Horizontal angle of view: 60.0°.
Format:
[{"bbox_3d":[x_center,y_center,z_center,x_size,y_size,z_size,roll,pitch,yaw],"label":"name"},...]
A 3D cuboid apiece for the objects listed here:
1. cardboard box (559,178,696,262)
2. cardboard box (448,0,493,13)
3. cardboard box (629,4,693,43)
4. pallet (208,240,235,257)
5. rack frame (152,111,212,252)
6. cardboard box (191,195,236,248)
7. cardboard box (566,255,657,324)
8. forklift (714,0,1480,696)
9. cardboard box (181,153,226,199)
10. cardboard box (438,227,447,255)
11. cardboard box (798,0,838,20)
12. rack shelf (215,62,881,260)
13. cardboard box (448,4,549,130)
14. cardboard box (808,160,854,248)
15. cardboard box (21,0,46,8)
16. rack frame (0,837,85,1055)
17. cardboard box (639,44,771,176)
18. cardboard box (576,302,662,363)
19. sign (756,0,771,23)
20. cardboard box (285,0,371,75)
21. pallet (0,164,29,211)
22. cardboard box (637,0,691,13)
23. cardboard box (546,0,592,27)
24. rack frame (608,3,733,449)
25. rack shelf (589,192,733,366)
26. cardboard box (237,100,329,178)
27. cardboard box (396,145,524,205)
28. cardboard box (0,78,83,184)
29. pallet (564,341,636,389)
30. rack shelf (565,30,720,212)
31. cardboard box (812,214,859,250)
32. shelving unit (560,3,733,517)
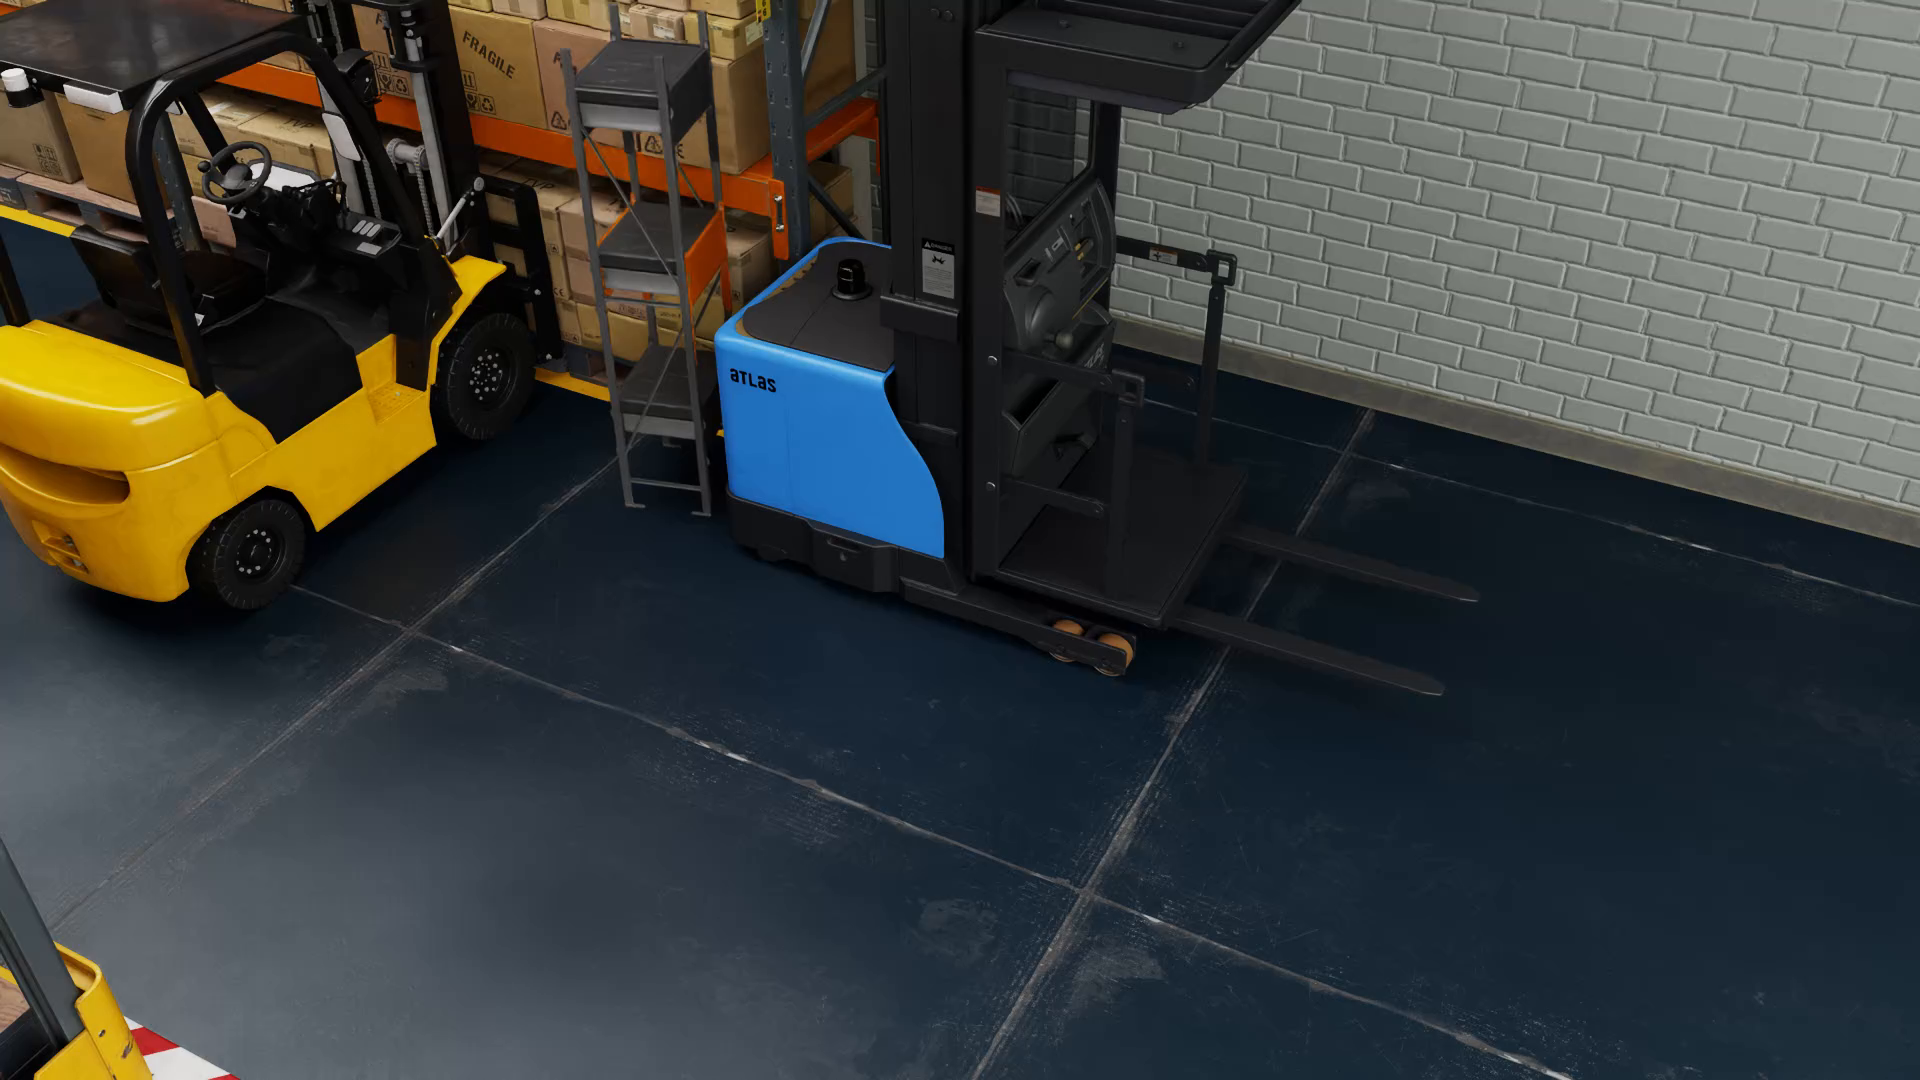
[{"bbox_3d":[-1.523,-1.499,7.844,0.500,0.250,0.500,18,41,22],"label":"cardboard box"},{"bbox_3d":[-2.101,-2.517,7.466,0.250,0.149,0.380,18,41,22],"label":"cardboard box"},{"bbox_3d":[-1.191,-2.229,7.086,0.250,0.149,0.380,18,41,22],"label":"cardboard box"},{"bbox_3d":[-3.379,-1.688,9.299,1.213,0.211,1.003,17,41,21],"label":"pallet"},{"bbox_3d":[-4.066,-3.042,8.776,0.127,3.000,1.000,17,41,21],"label":"rack frame"},{"bbox_3d":[-3.789,-1.802,9.069,0.500,0.250,0.500,18,41,22],"label":"cardboard box"},{"bbox_3d":[-1.530,-1.314,8.013,0.500,0.250,0.500,17,40,21],"label":"cardboard box"},{"bbox_3d":[0.562,-1.001,6.144,3.031,2.935,1.130,17,40,21],"label":"forklift"},{"bbox_3d":[-3.778,-2.013,8.934,0.500,0.250,0.500,17,40,21],"label":"cardboard box"},{"bbox_3d":[-2.441,-1.587,8.373,0.500,0.250,0.500,17,40,21],"label":"cardboard box"},{"bbox_3d":[-0.696,-2.461,7.393,0.250,0.149,0.380,16,40,20],"label":"cardboard box"},{"bbox_3d":[-2.290,-2.199,8.261,4.000,0.370,1.077,17,41,21],"label":"rack shelf"},{"bbox_3d":[-1.983,-2.257,7.660,0.500,0.500,0.500,17,40,21],"label":"cardboard box"},{"bbox_3d":[-0.854,-1.635,8.023,0.500,0.250,0.500,17,40,21],"label":"cardboard box"},{"bbox_3d":[-4.634,-2.982,8.821,0.500,0.250,0.500,18,41,22],"label":"cardboard box"},{"bbox_3d":[-2.793,0.736,3.799,0.127,3.000,1.000,17,41,21],"label":"rack frame"},{"bbox_3d":[-1.072,-1.965,7.276,0.500,0.500,0.500,16,40,21],"label":"cardboard box"},{"bbox_3d":[-1.514,-1.106,8.153,0.500,0.250,0.500,17,41,21],"label":"cardboard box"},{"bbox_3d":[-0.776,-2.198,6.511,0.005,0.325,0.100,17,41,21],"label":"sign"},{"bbox_3d":[-2.872,-2.542,8.035,0.500,0.500,0.500,17,40,21],"label":"cardboard box"},{"bbox_3d":[-5.826,-2.454,10.308,1.213,0.211,1.003,17,41,21],"label":"pallet"},{"bbox_3d":[-1.162,-2.385,7.045,0.250,0.149,0.380,17,41,22],"label":"cardboard box"},{"bbox_3d":[-1.609,-2.409,7.323,0.250,0.149,0.380,17,40,21],"label":"cardboard box"},{"bbox_3d":[-1.195,-1.254,7.163,0.400,2.100,0.015,7,38,9],"label":"rack frame"},{"bbox_3d":[-1.245,-1.099,6.981,0.431,0.518,0.480,7,38,9],"label":"rack shelf"},{"bbox_3d":[-3.331,-2.062,8.585,0.500,0.250,0.500,17,41,22],"label":"cardboard box"},{"bbox_3d":[-2.422,-1.779,8.213,0.500,0.250,0.500,17,40,21],"label":"cardboard box"},{"bbox_3d":[-5.220,-2.622,9.840,0.625,0.625,0.875,17,40,21],"label":"cardboard box"},{"bbox_3d":[-1.212,-1.009,8.405,1.213,0.211,1.003,17,41,21],"label":"pallet"},{"bbox_3d":[-1.241,-1.656,6.558,0.431,0.518,0.480,7,38,9],"label":"rack shelf"},{"bbox_3d":[-0.836,-1.443,8.184,0.500,0.250,0.500,18,41,22],"label":"cardboard box"},{"bbox_3d":[-1.245,-1.110,6.973,0.431,2.100,0.503,7,38,9],"label":"shelving unit"}]
